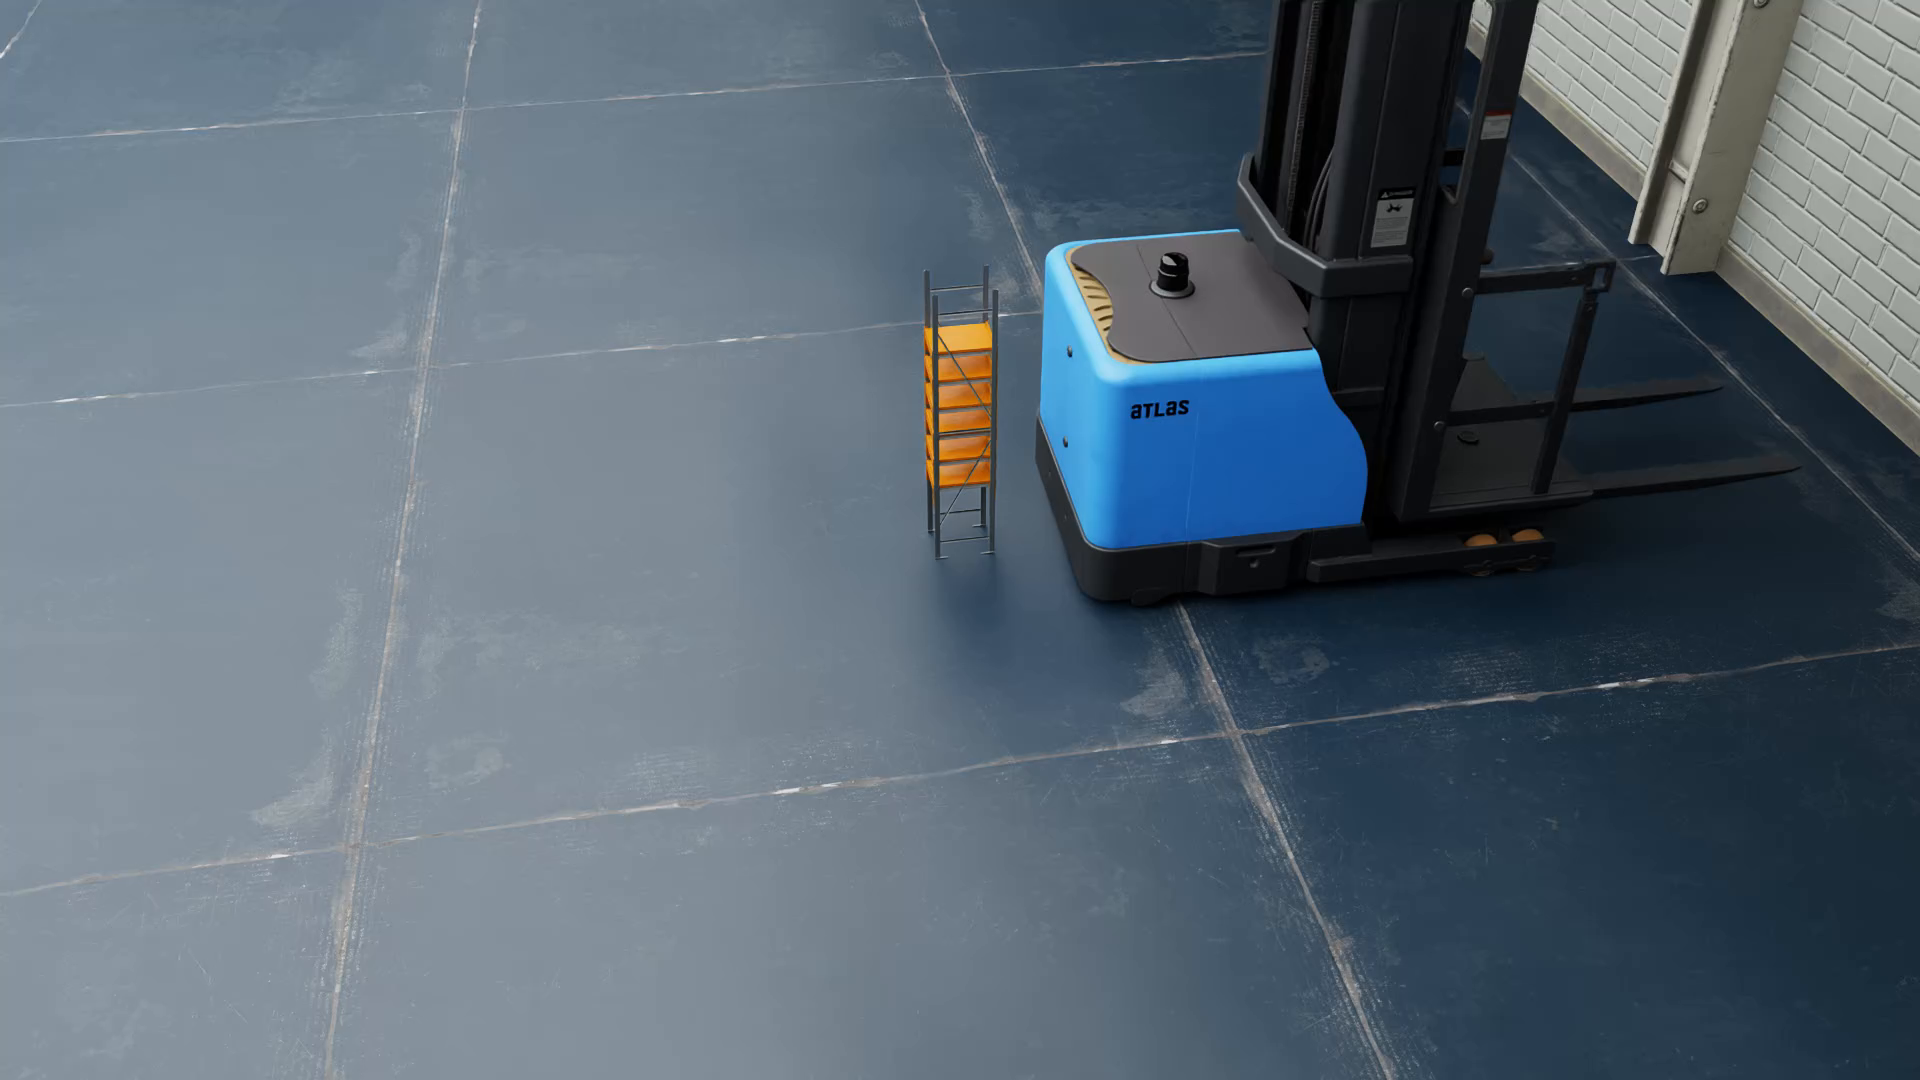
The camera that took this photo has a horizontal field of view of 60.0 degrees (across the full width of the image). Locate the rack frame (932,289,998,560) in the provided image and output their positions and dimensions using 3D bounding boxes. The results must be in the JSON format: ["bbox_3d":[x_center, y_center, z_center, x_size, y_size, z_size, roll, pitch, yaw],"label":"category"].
[{"bbox_3d":[0.019,-0.410,6.300,0.240,1.200,0.006,-6,38,-8],"label":"rack frame"}]

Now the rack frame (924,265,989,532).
[{"bbox_3d":[-0.013,-0.520,6.442,0.240,1.200,0.006,-6,38,-8],"label":"rack frame"}]

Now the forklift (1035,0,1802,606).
[{"bbox_3d":[1.885,-1.330,6.073,3.031,2.935,1.130,-6,38,-8],"label":"forklift"}]

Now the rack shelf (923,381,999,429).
[{"bbox_3d":[0.003,-0.525,6.324,0.258,0.103,0.180,-6,38,-8],"label":"rack shelf"}]

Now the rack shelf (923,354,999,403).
[{"bbox_3d":[0.003,-0.620,6.251,0.258,0.103,0.180,-6,38,-8],"label":"rack shelf"}]

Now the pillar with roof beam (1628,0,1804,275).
[{"bbox_3d":[-0.522,-4.578,5.308,9.100,9.000,0.400,-6,38,-8],"label":"pillar with roof beam"}]

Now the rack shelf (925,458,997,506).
[{"bbox_3d":[0.003,-0.240,6.545,0.258,0.103,0.180,-6,38,-8],"label":"rack shelf"}]

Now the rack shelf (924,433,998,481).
[{"bbox_3d":[0.003,-0.335,6.472,0.258,0.103,0.180,-6,38,-8],"label":"rack shelf"}]

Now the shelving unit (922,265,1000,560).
[{"bbox_3d":[0.003,-0.465,6.371,0.258,1.200,0.189,-6,38,-8],"label":"shelving unit"}]

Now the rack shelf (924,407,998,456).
[{"bbox_3d":[0.003,-0.430,6.398,0.258,0.103,0.180,-6,38,-8],"label":"rack shelf"}]

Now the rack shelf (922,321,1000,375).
[{"bbox_3d":[0.003,-0.714,6.177,0.258,0.103,0.180,-6,38,-8],"label":"rack shelf"}]
